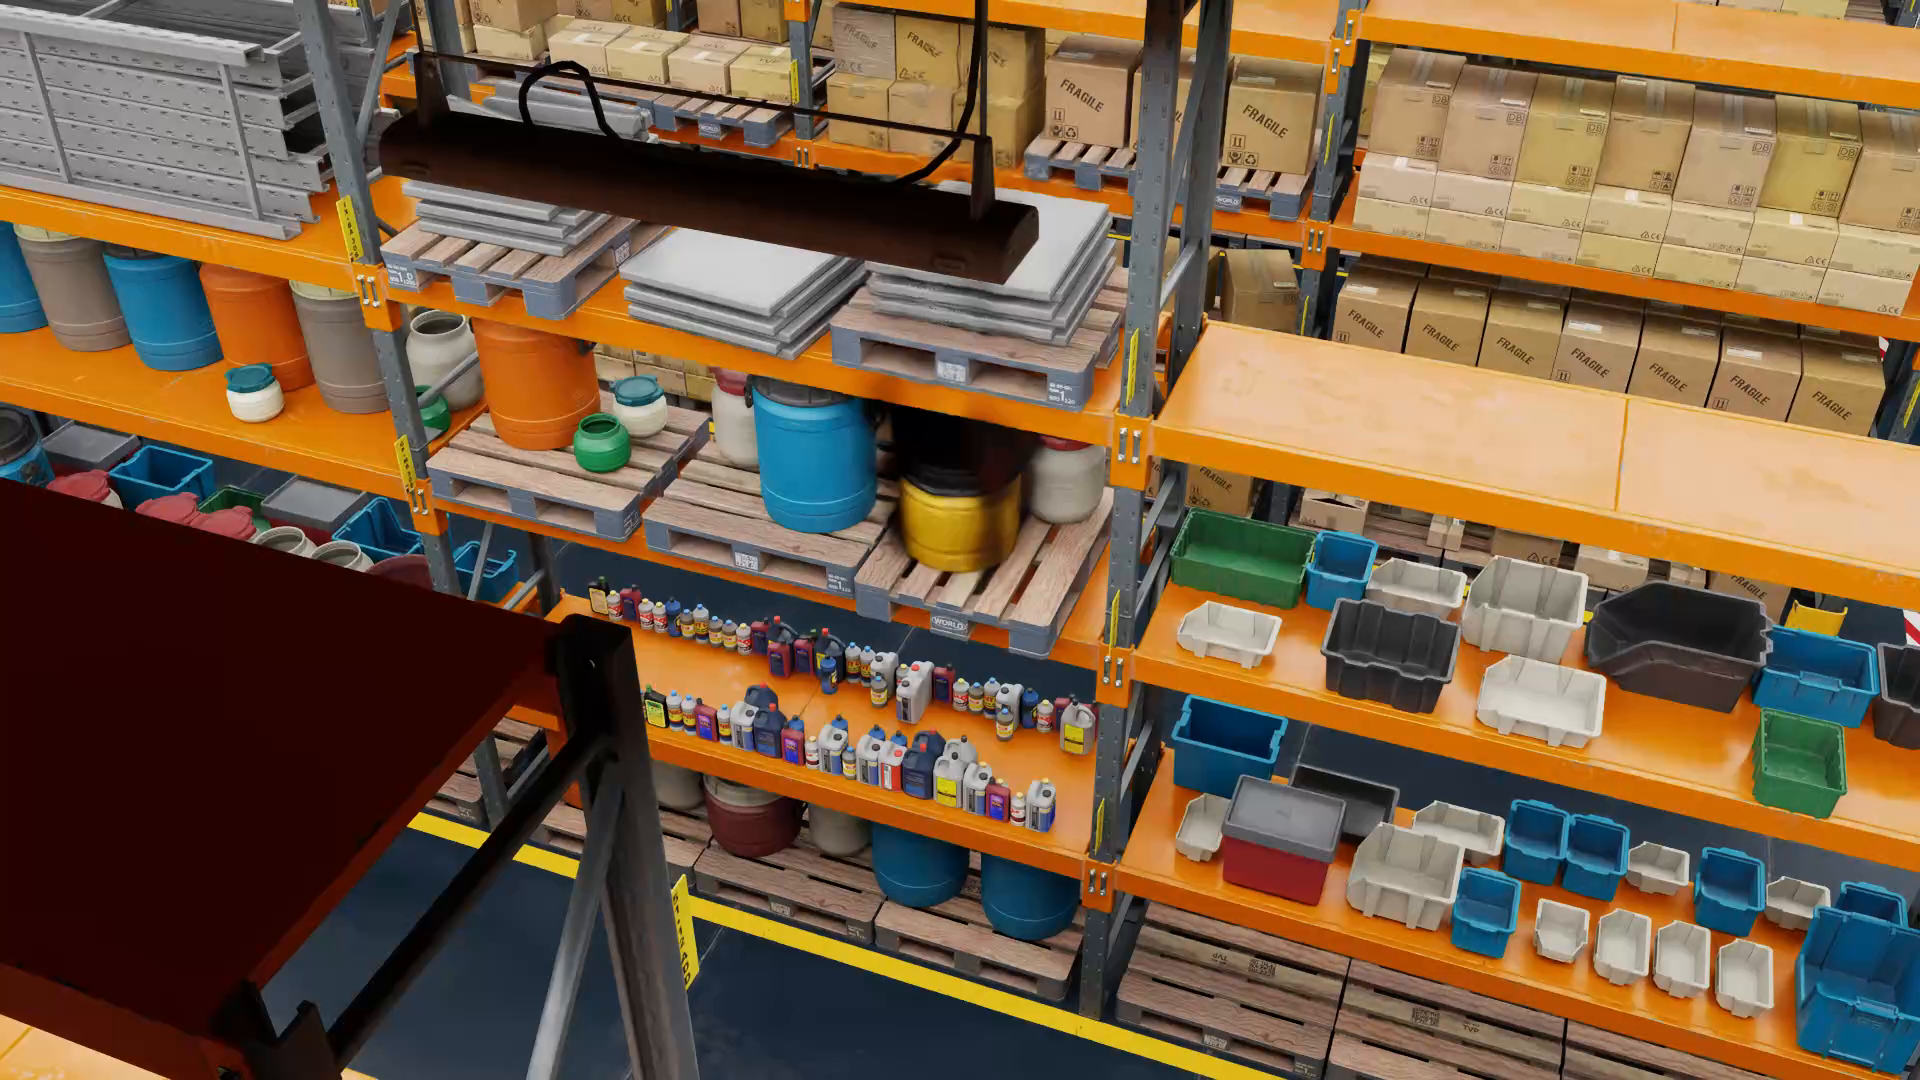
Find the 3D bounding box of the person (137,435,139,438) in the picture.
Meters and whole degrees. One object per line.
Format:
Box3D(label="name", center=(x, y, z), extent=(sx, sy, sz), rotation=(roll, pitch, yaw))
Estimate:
Box3D(label="person", center=(-6.793, -0.974, 13.410), extent=(0.478, 1.561, 0.550), rotation=(15, 39, 19))
